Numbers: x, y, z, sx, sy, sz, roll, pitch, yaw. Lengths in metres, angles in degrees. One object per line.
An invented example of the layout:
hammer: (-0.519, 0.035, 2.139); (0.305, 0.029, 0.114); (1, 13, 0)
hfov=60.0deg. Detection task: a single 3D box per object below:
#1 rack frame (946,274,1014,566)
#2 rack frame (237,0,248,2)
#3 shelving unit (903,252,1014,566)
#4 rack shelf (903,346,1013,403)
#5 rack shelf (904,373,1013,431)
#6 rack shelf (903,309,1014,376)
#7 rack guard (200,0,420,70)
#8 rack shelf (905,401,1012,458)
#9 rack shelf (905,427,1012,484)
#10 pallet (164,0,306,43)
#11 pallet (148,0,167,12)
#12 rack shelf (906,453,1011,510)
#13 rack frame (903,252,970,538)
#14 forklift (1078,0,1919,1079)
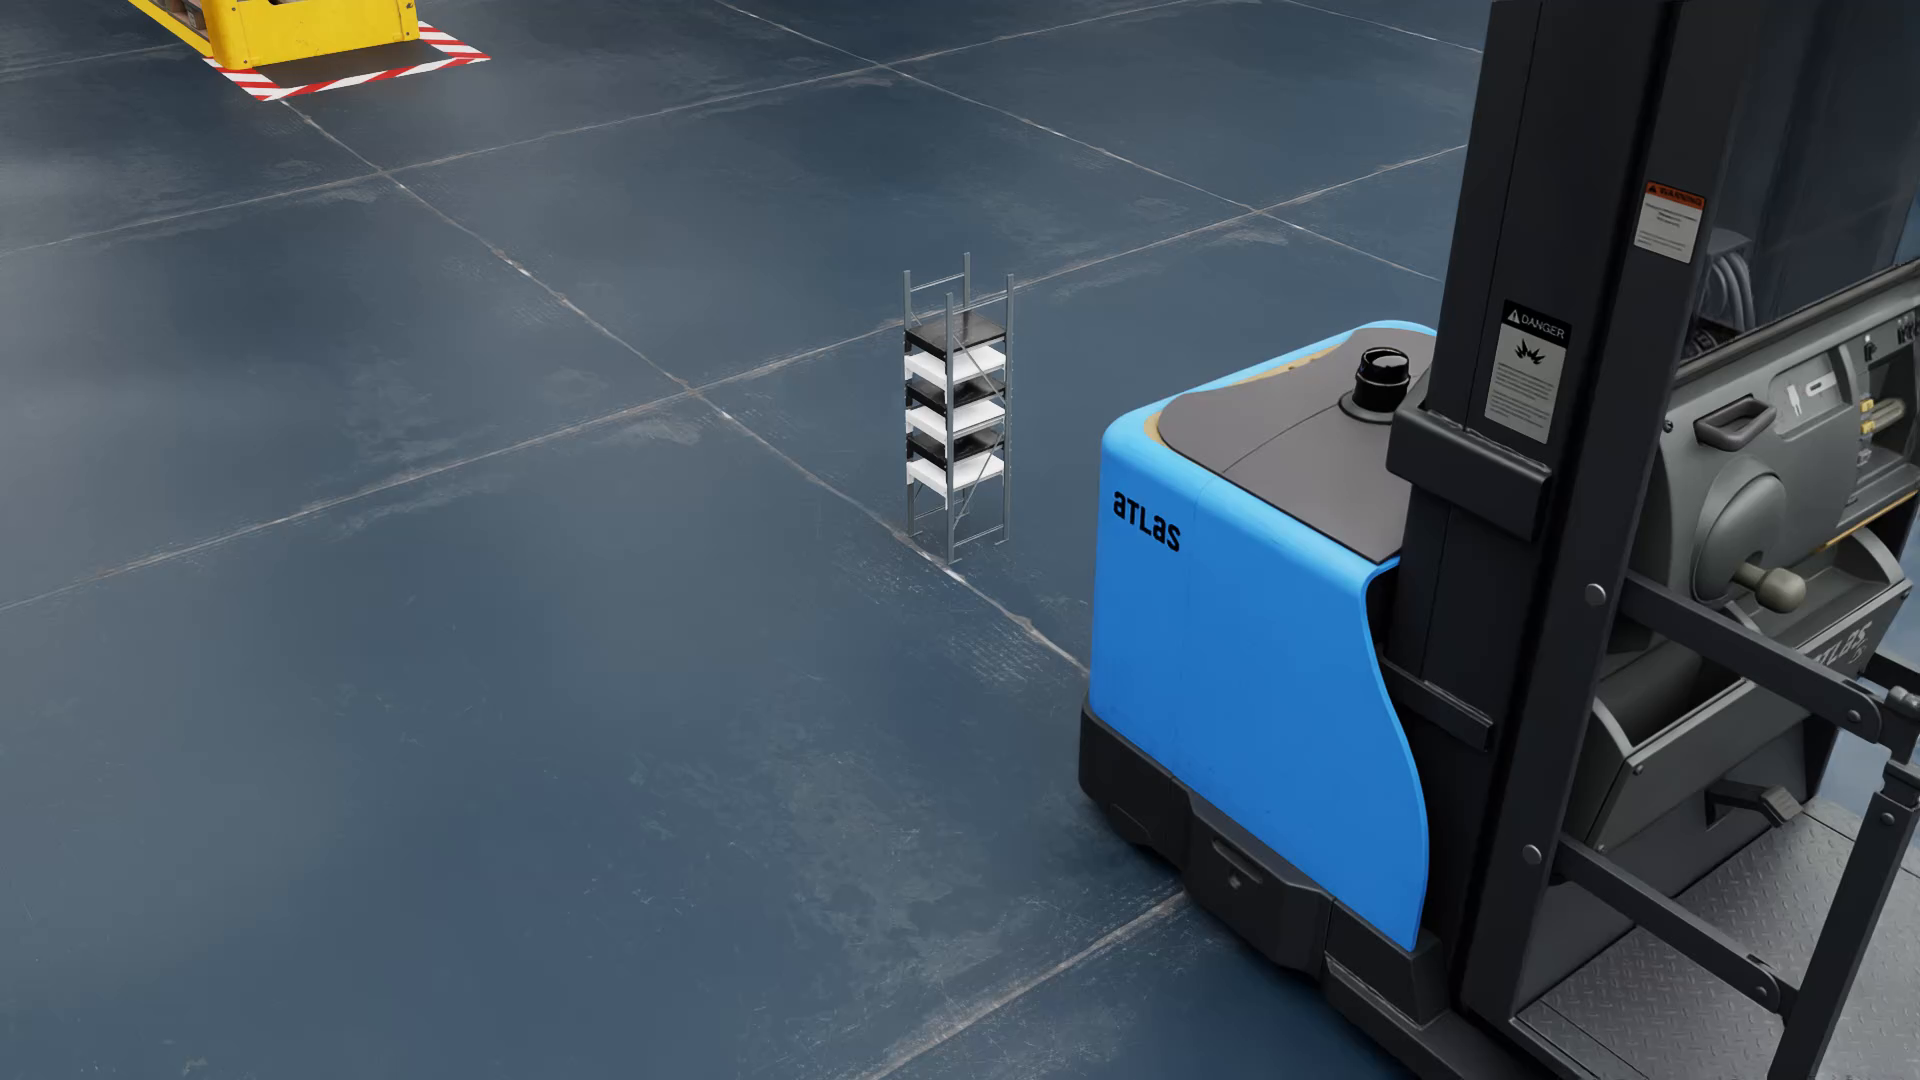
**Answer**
rack frame: (0.057, -0.343, 4.950); (0.240, 0.900, 0.006); (-22, 38, -31)
rack frame: (-3.778, -4.225, 9.210); (1.000, 3.000, 0.127); (-22, 38, -31)
shelving unit: (-0.005, -0.386, 5.018); (0.258, 0.900, 0.210); (-22, 38, -31)
rack shelf: (-0.005, -0.510, 4.941); (0.258, 0.077, 0.200); (-22, 38, -31)
rack shelf: (-0.005, -0.434, 4.988); (0.258, 0.077, 0.200); (-22, 38, -31)
rack shelf: (-0.005, -0.587, 4.893); (0.258, 0.077, 0.200); (-22, 38, -31)
rack guard: (-3.862, -3.180, 9.896); (1.175, 0.500, 0.348); (-22, 38, -31)
rack shelf: (-0.005, -0.357, 5.036); (0.258, 0.077, 0.200); (-22, 38, -31)
rack shelf: (-0.005, -0.281, 5.083); (0.258, 0.077, 0.200); (-22, 38, -31)
pallet: (-4.356, -3.397, 10.520); (1.003, 0.211, 1.213); (-22, 38, -31)
pallet: (-5.100, -3.905, 11.338); (1.003, 0.211, 1.213); (-22, 38, -31)
rack shelf: (-0.005, -0.204, 5.131); (0.258, 0.077, 0.200); (-22, 38, -31)
rack frame: (-0.067, -0.428, 5.086); (0.240, 0.900, 0.006); (-22, 38, -31)
forklift: (1.581, -0.125, 2.673); (1.130, 2.935, 3.031); (-22, 38, -31)
